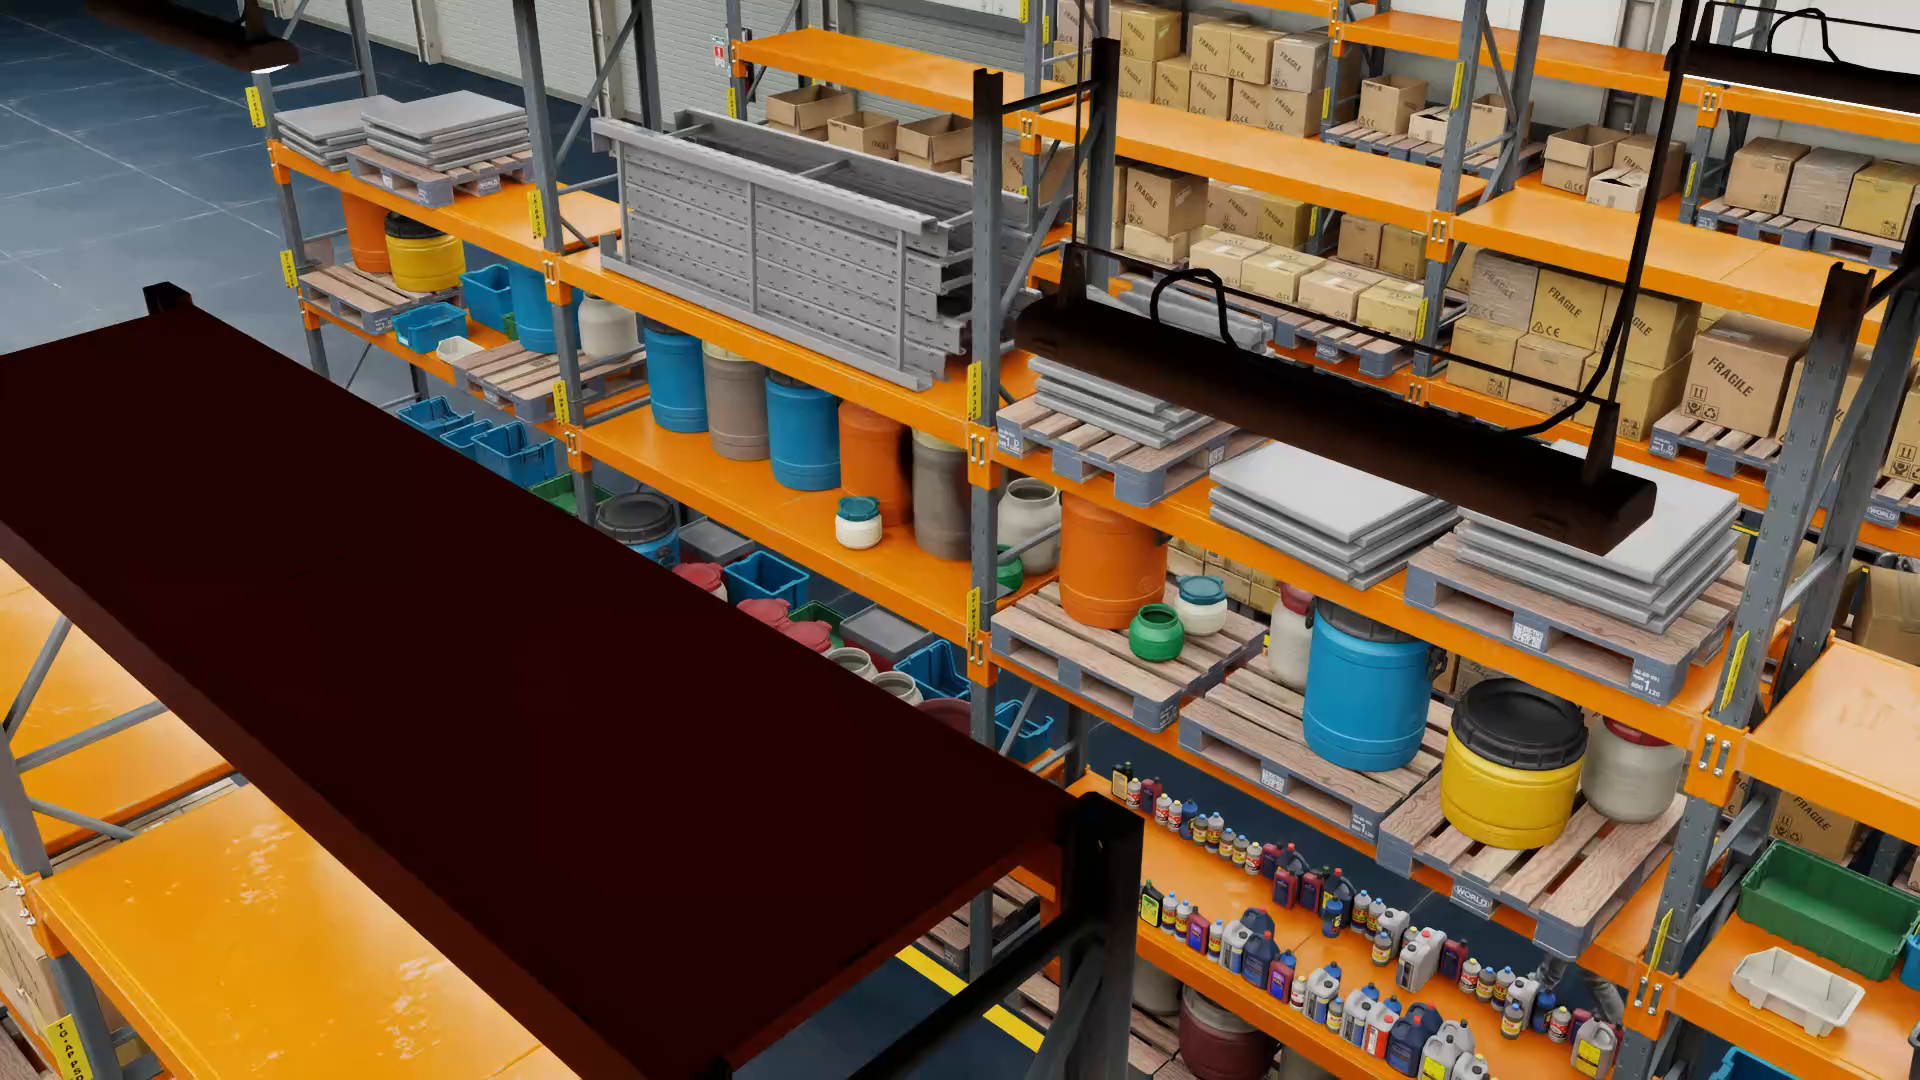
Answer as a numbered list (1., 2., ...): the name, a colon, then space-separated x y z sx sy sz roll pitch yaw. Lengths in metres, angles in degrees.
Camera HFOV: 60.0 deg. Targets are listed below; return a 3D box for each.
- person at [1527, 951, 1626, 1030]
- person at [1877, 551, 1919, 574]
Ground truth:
1. person: 3.917 2.371 10.324 0.878 1.808 0.680 25 38 37
2. person: 8.130 0.236 14.139 0.441 1.643 0.948 -23 36 -34
